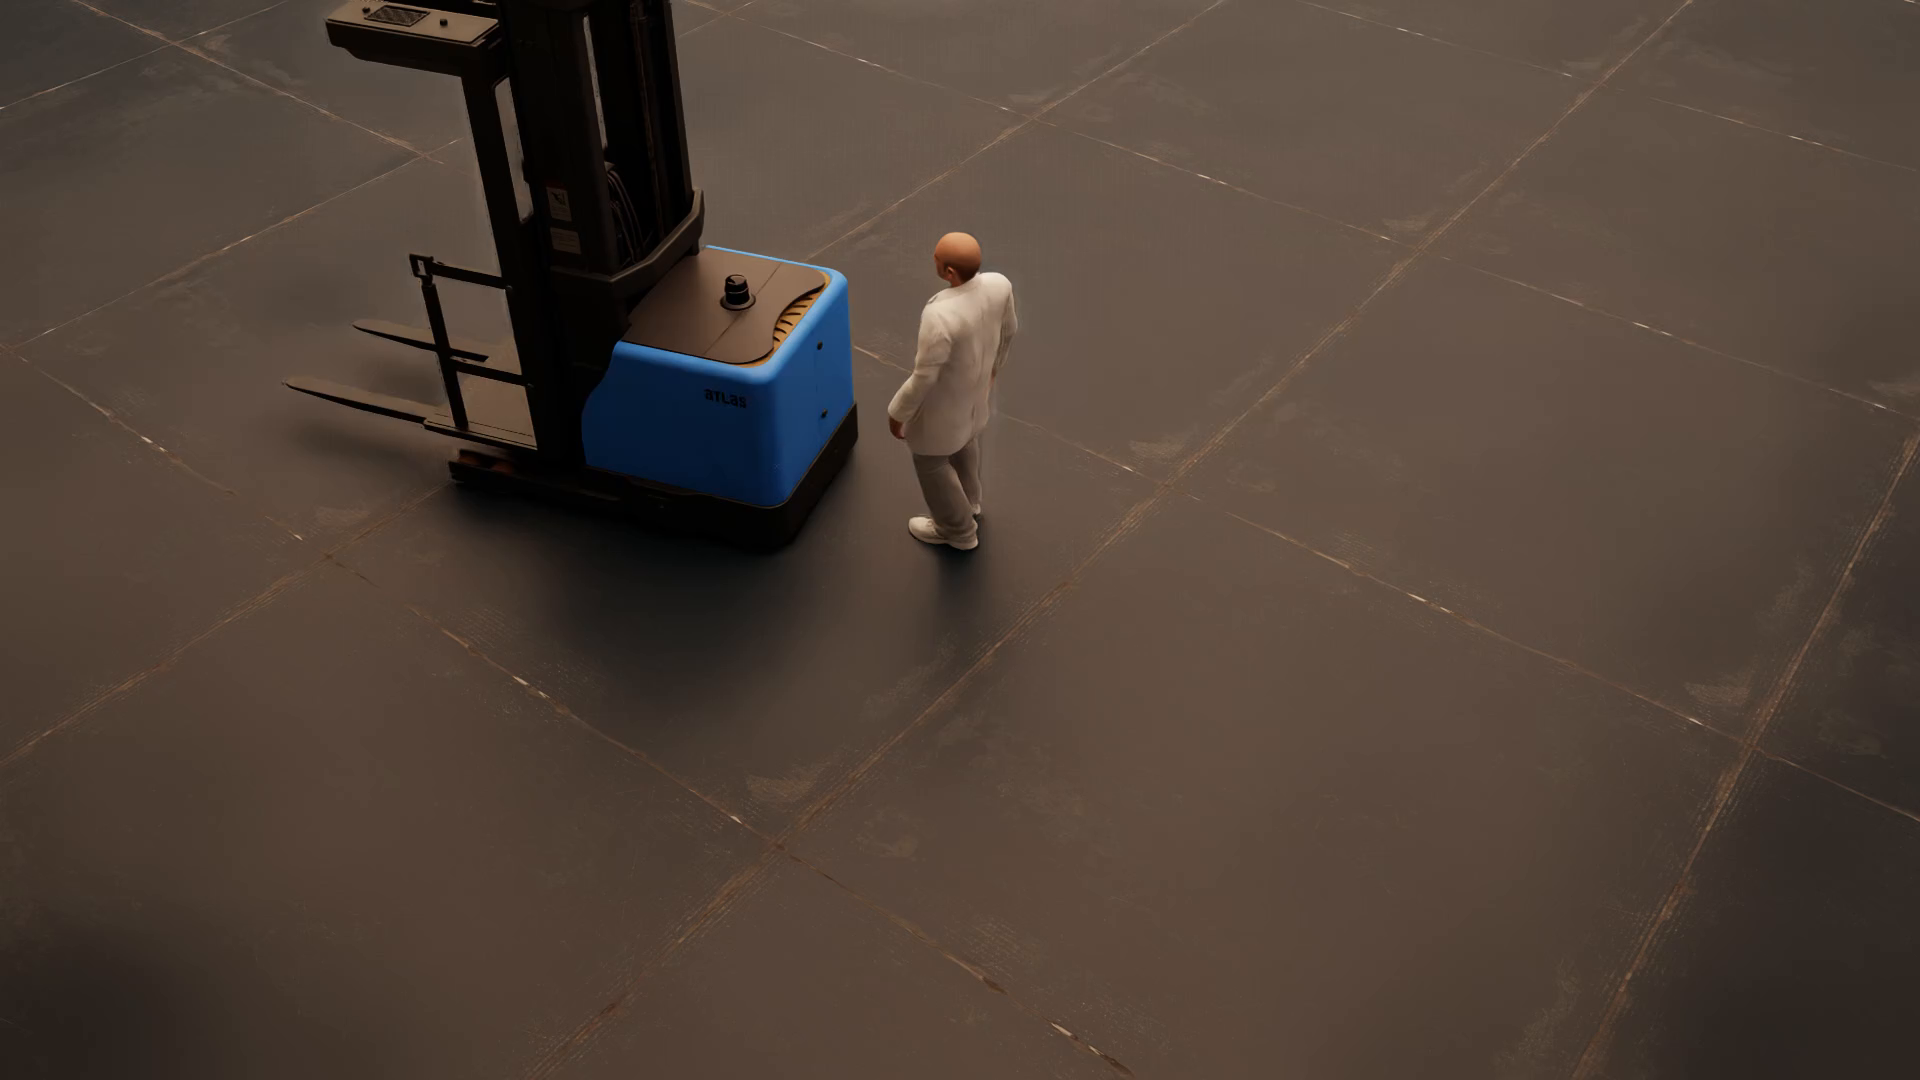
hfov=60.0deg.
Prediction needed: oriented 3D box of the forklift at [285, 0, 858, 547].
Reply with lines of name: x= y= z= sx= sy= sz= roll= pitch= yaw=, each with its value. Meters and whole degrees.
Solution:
forklift: x=-2.115 y=-1.665 z=8.027 sx=3.031 sy=2.935 sz=1.130 roll=13 pitch=42 yaw=15

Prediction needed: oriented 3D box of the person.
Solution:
person: x=-0.106 y=-0.719 z=7.829 sx=0.573 sy=1.770 sz=0.725 roll=29 pitch=48 yaw=30
